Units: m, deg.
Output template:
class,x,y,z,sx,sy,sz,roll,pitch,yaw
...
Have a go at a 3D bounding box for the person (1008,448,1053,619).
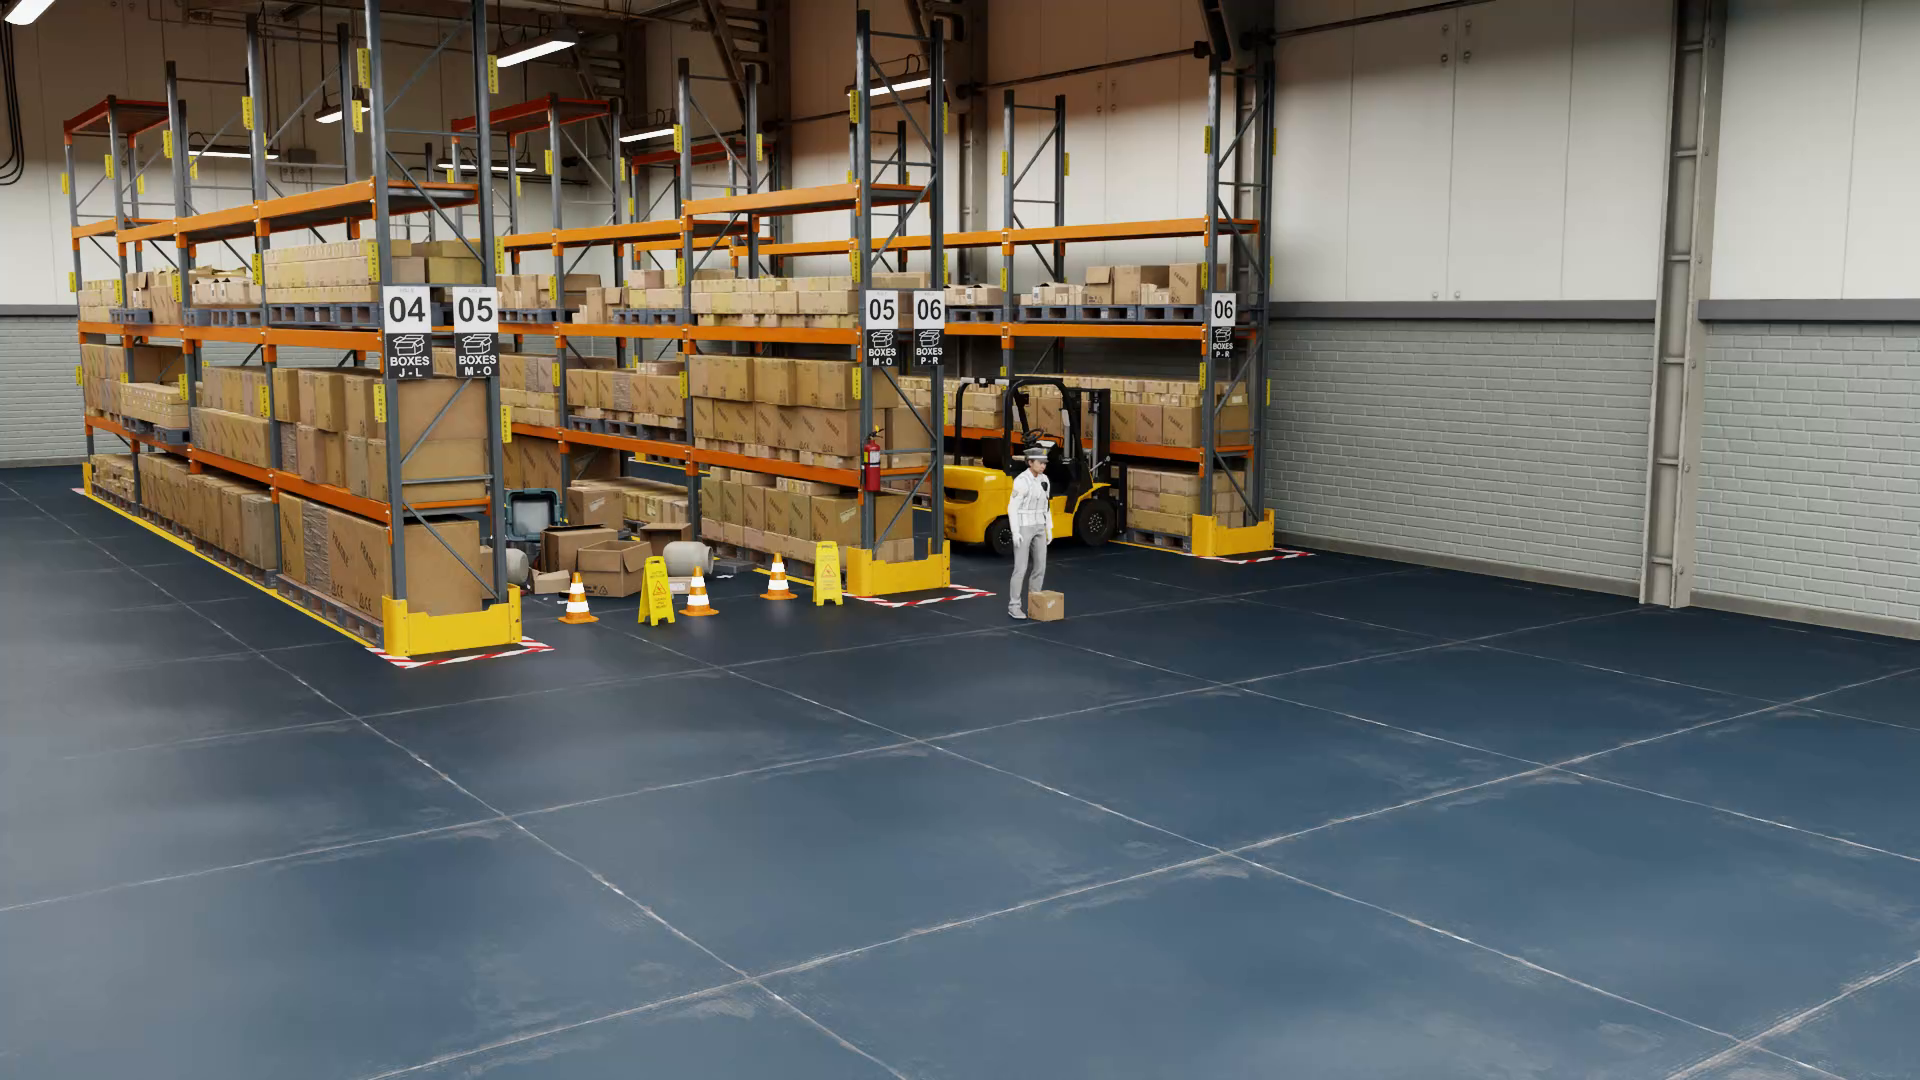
class,x,y,z,sx,sy,sz,roll,pitch,yaw
person,0.700,-0.084,16.390,0.547,1.666,0.372,-6,10,-39
